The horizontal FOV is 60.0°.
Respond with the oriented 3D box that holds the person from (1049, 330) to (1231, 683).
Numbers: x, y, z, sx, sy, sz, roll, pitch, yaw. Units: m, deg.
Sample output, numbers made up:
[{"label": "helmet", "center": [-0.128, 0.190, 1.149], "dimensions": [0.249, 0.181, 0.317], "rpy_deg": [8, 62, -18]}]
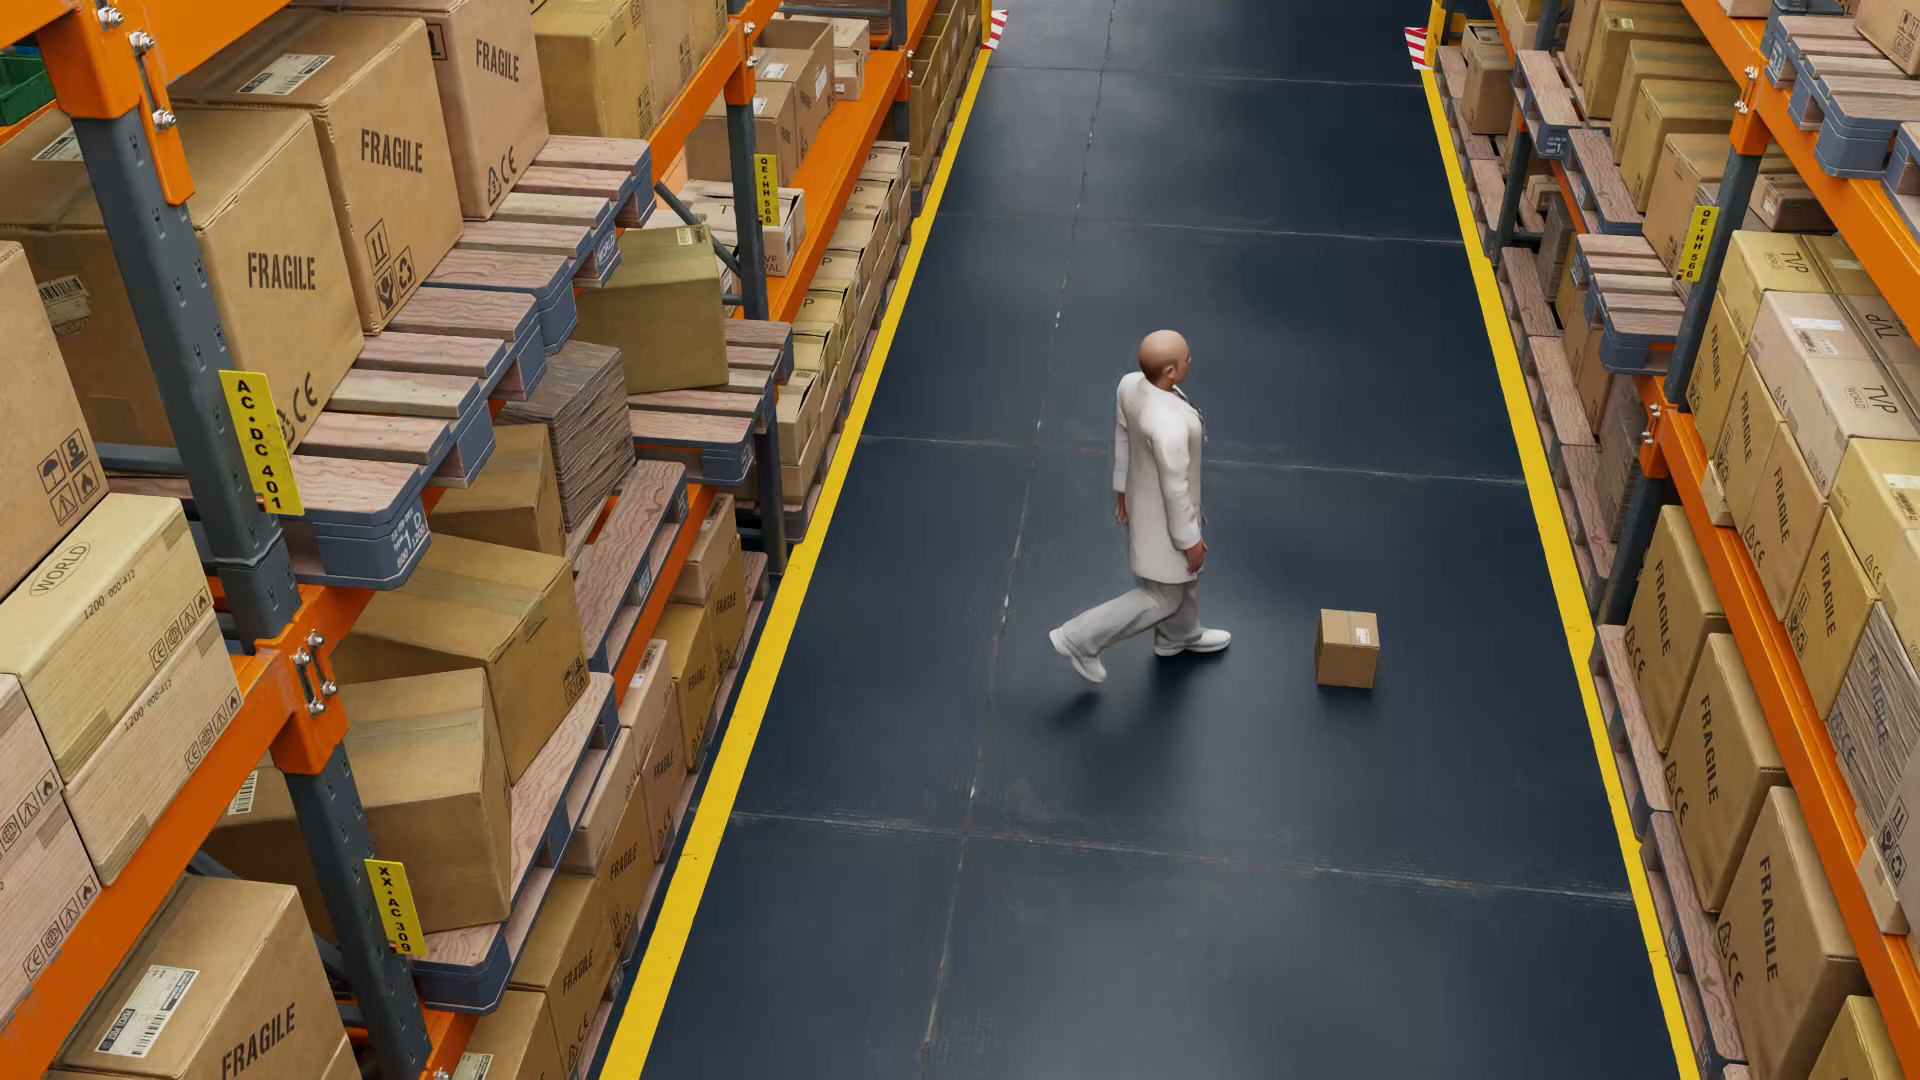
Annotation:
[{"label": "person", "center": [0.842, -0.117, 7.210], "dimensions": [0.915, 1.752, 0.589], "rpy_deg": [-5, 36, -7]}]
